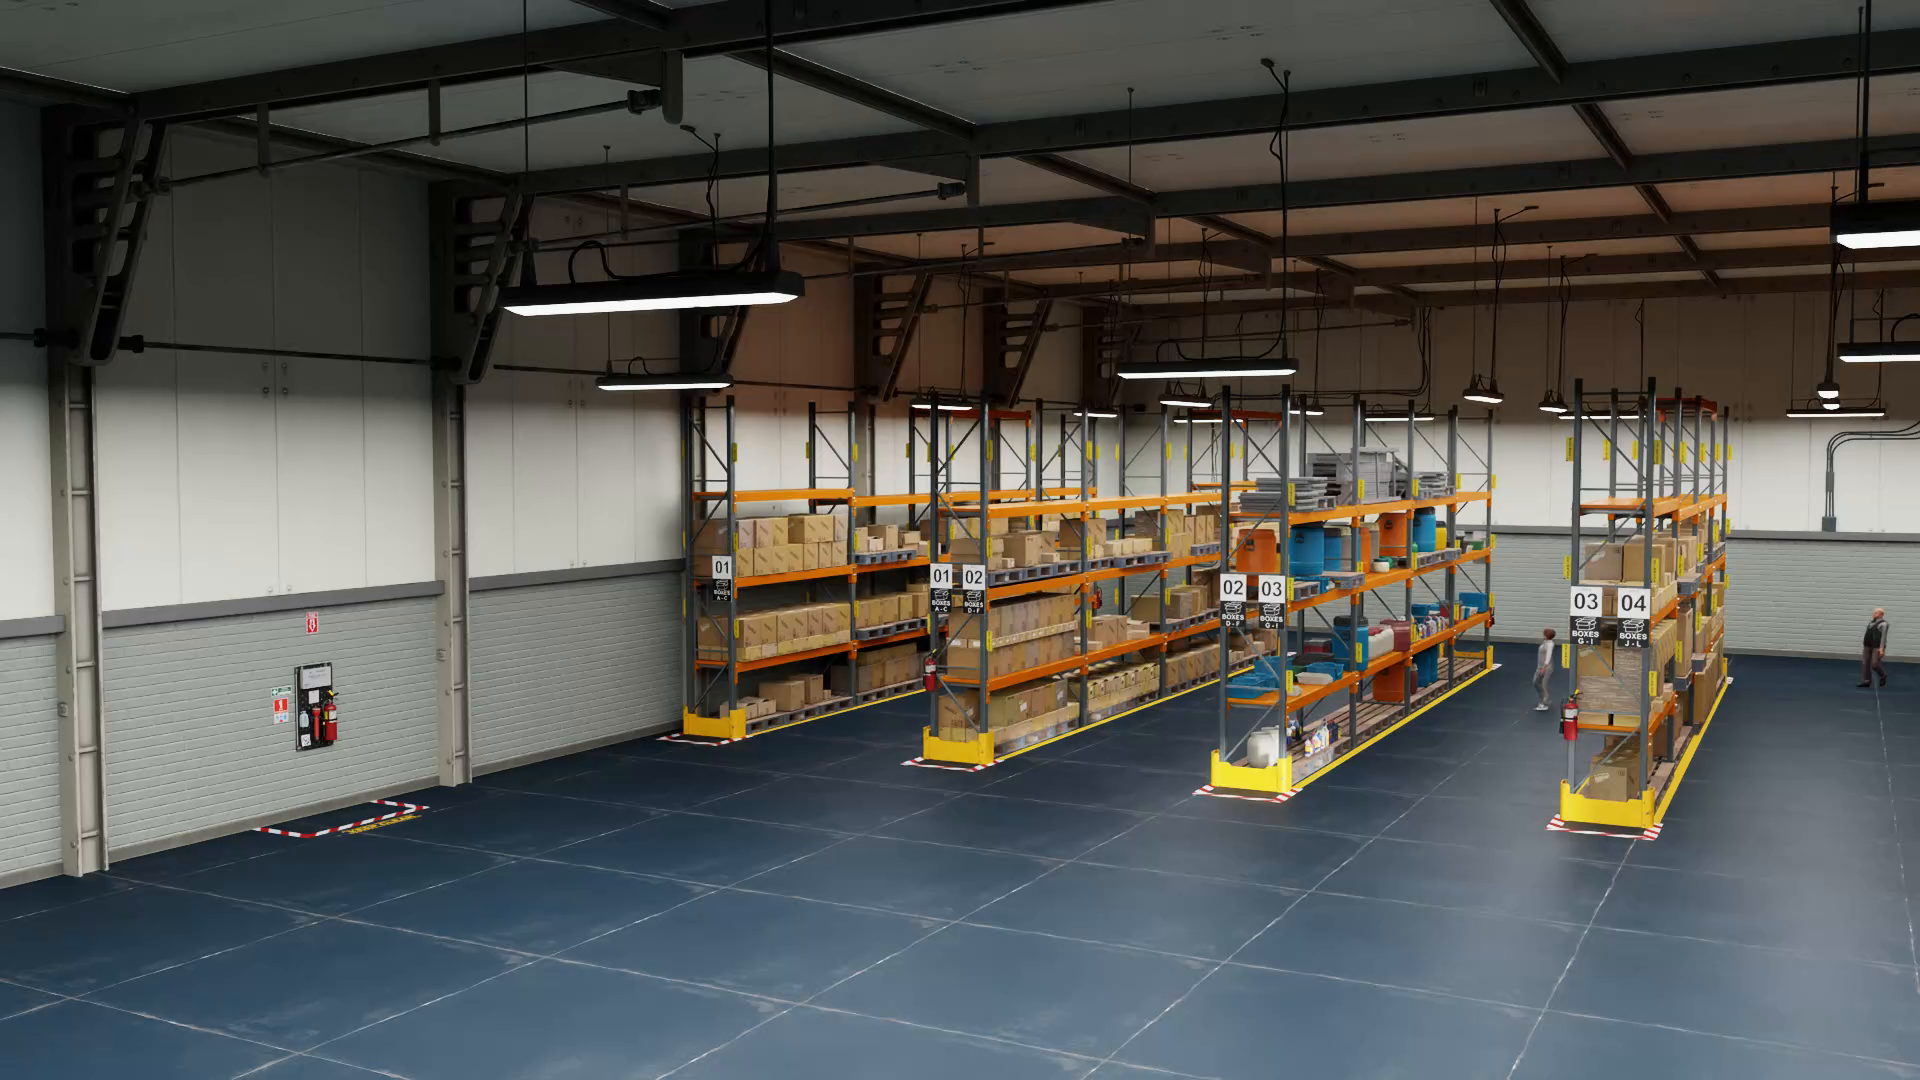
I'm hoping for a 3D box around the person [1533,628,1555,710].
[{"bbox_3d":[11.377,2.518,32.344,0.388,1.621,0.439,-1,3,-10],"label":"person"}]

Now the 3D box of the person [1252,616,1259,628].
[{"bbox_3d":[8.045,1.818,44.671,0.556,1.745,0.566,1,3,16],"label":"person"}]

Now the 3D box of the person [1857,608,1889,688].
[{"bbox_3d":[19.382,2.287,35.182,0.509,1.703,0.552,-1,3,-23],"label":"person"}]
